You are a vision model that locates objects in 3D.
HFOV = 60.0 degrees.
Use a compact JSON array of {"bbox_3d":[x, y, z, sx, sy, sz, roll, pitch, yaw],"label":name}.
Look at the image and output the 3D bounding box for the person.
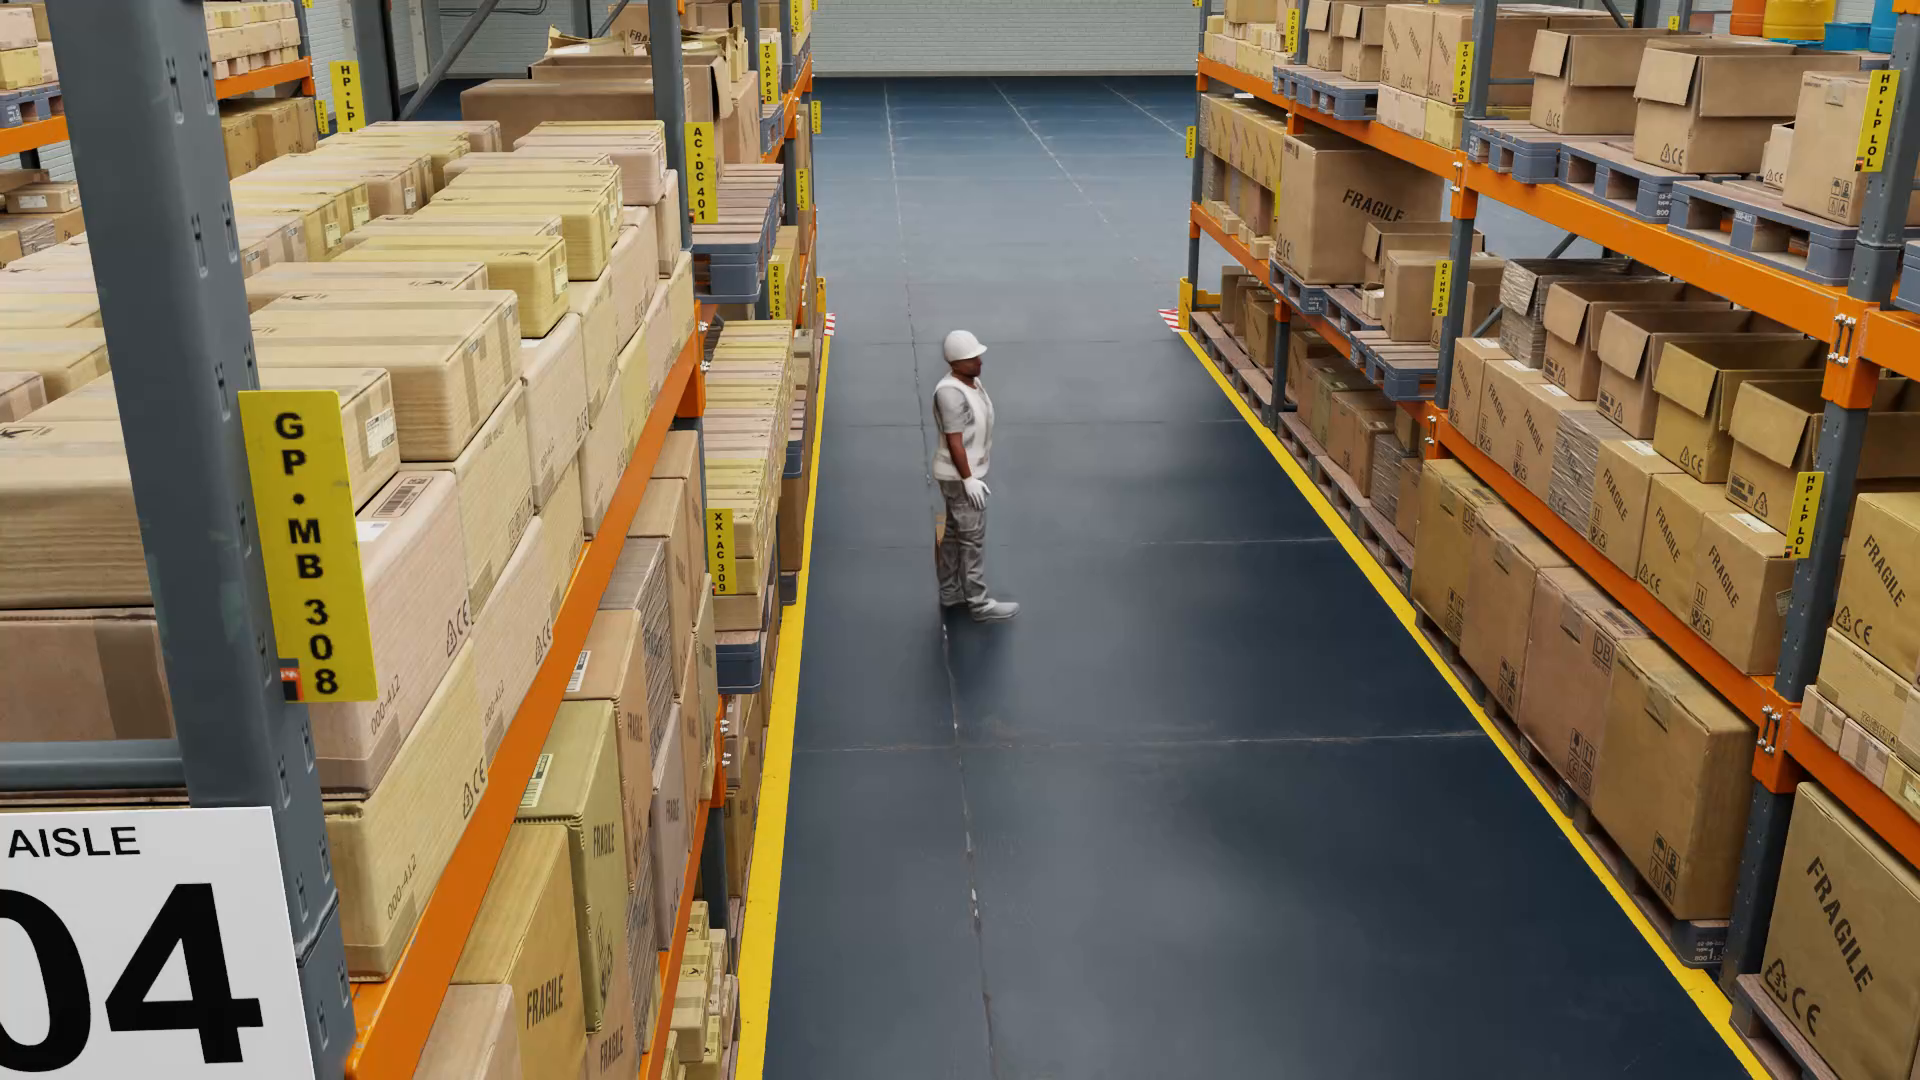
[{"bbox_3d":[0.077,-0.366,9.966,0.584,1.783,0.646,10,22,25],"label":"person"}]
